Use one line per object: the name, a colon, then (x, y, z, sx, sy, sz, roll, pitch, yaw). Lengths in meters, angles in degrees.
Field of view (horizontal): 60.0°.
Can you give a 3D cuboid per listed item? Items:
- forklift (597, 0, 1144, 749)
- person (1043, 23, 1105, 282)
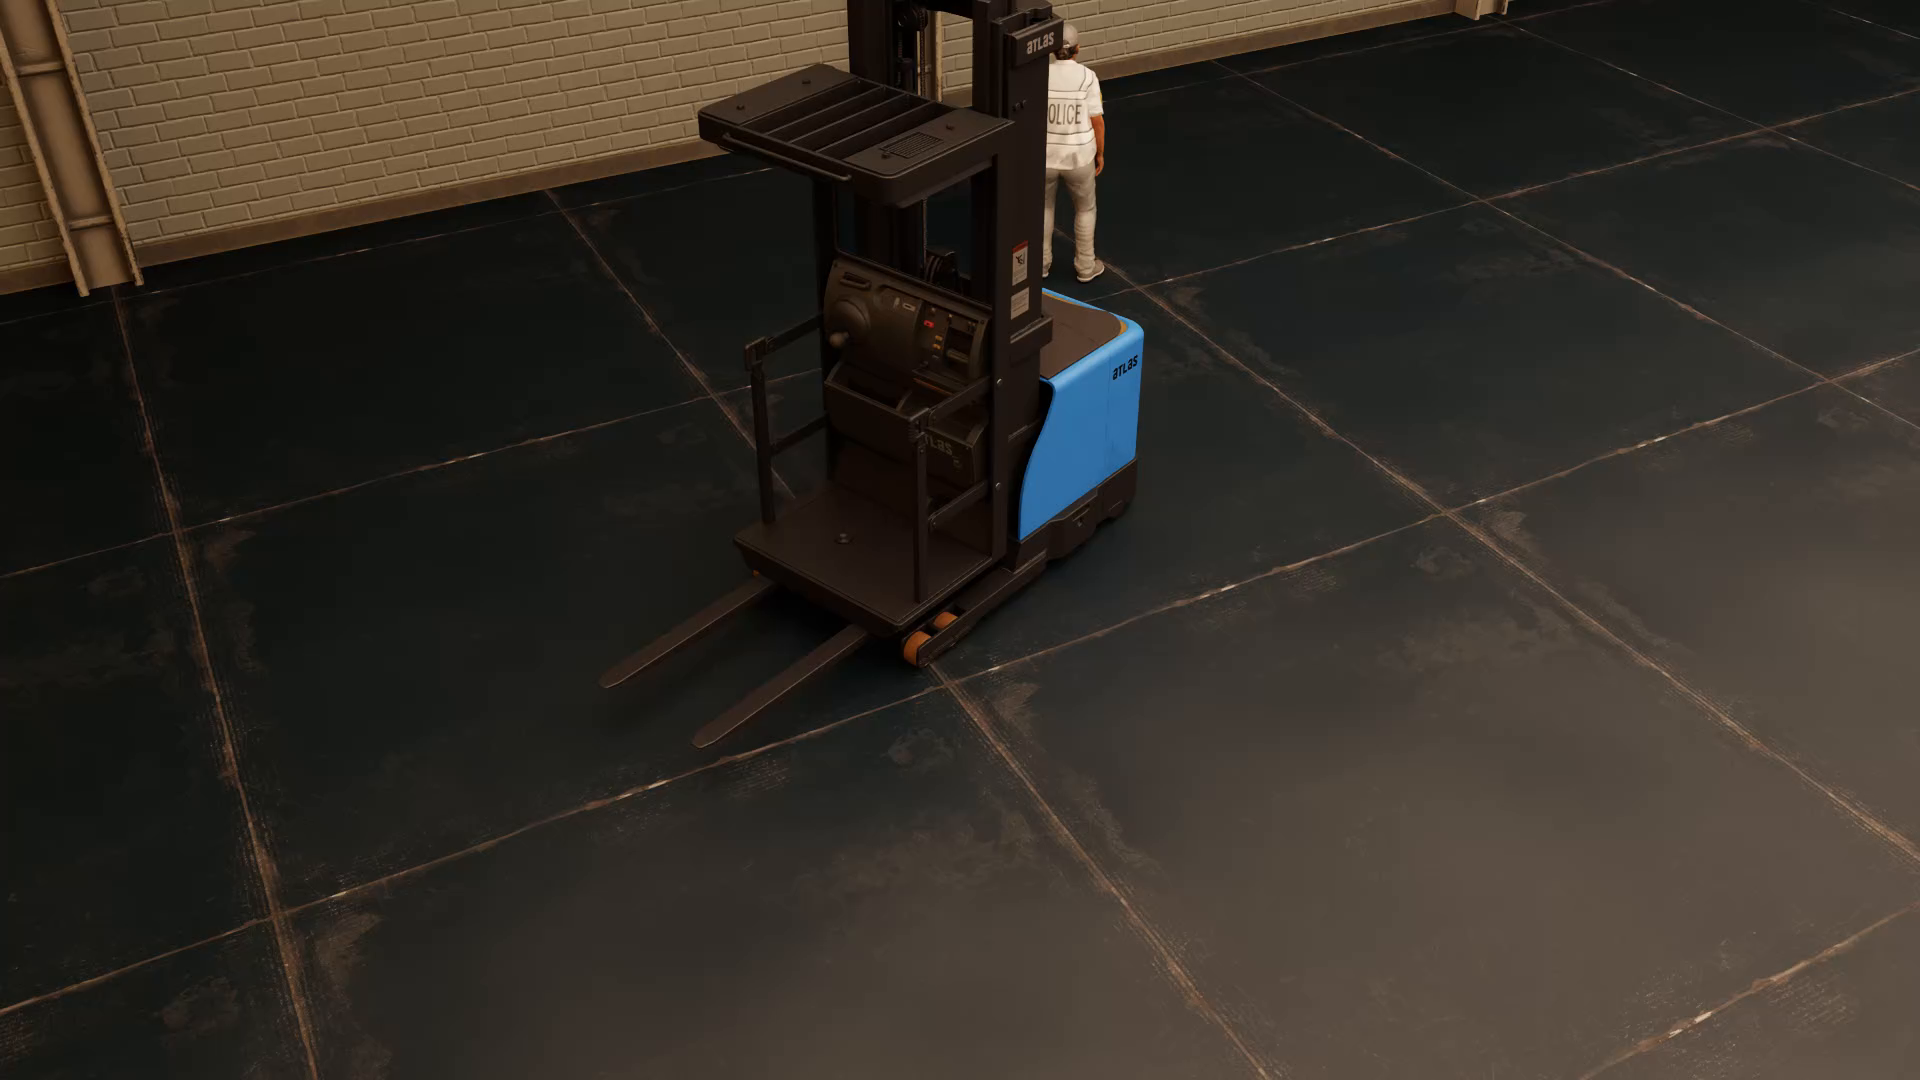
forklift: (-0.390, -0.927, 7.434, 1.130, 2.935, 3.031, 26, 43, 31)
person: (0.681, -2.481, 10.731, 0.564, 1.666, 0.468, 6, 36, 9)
